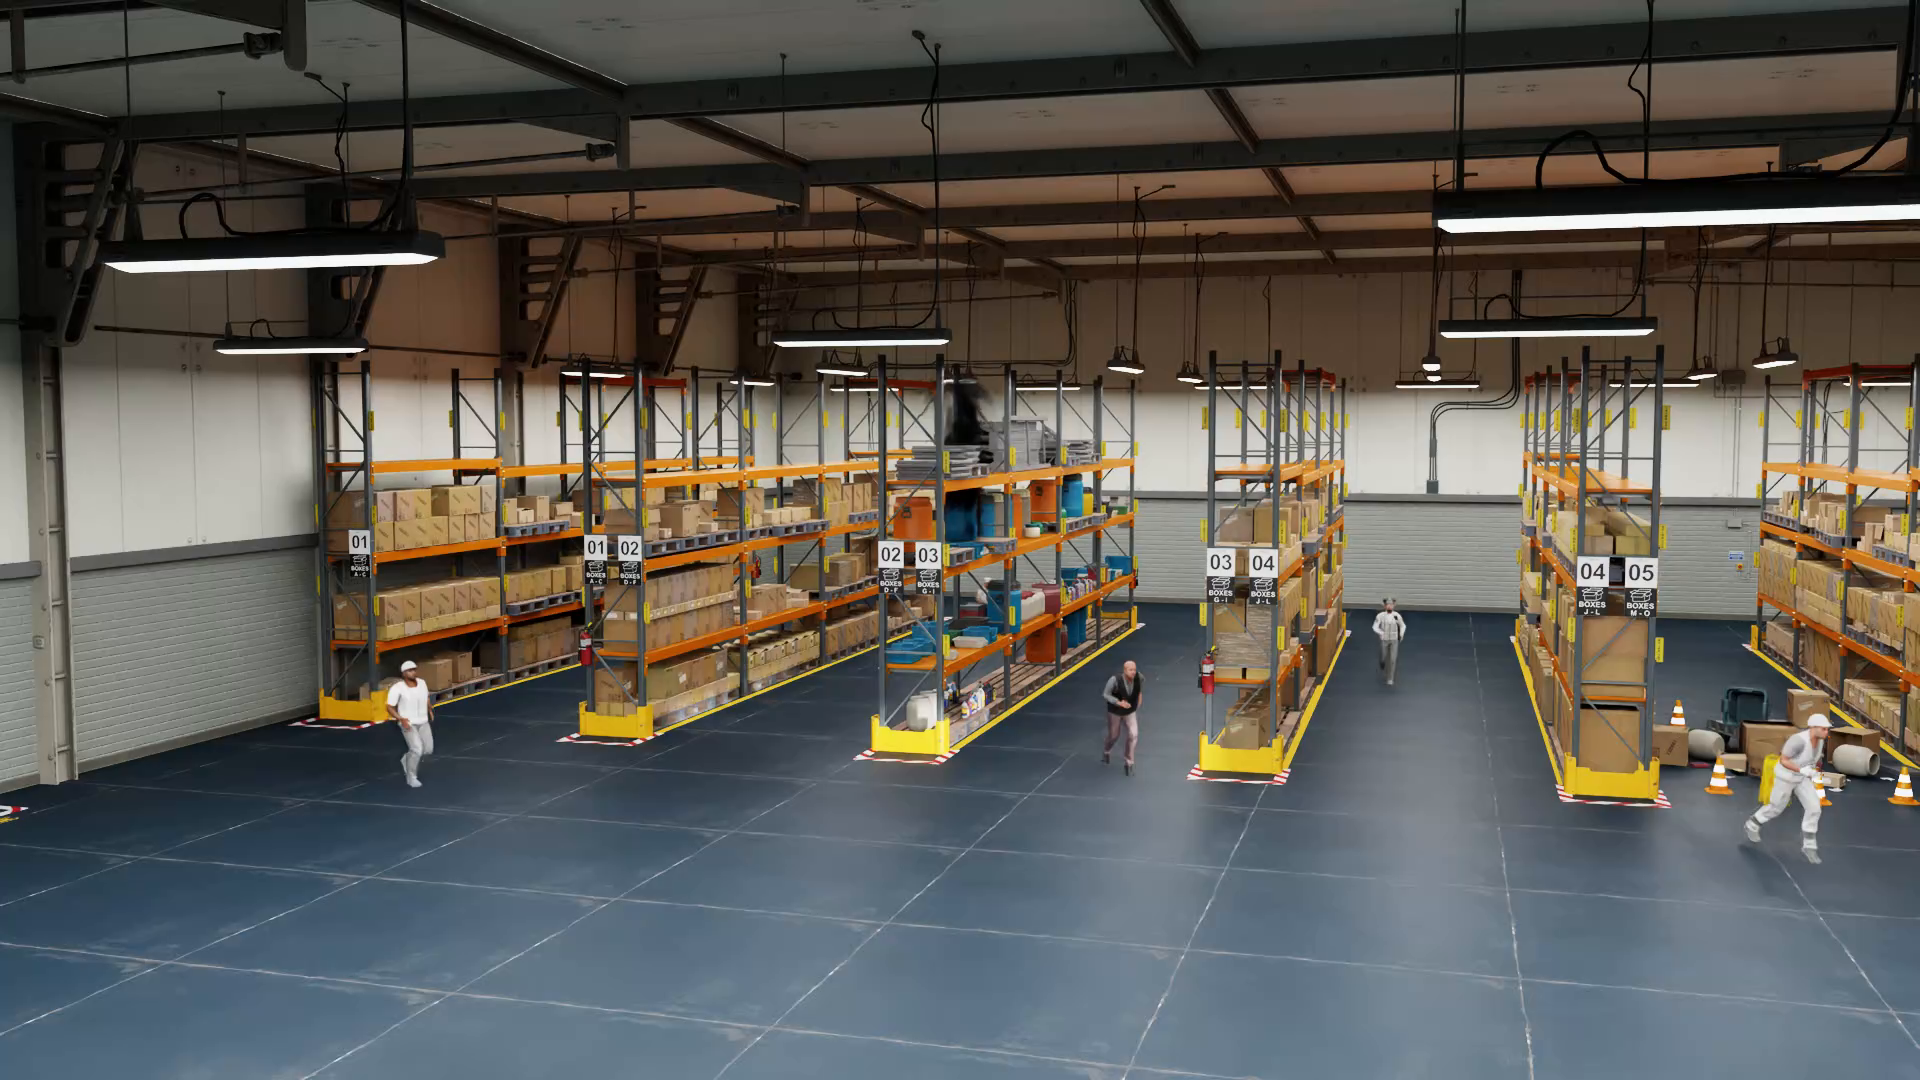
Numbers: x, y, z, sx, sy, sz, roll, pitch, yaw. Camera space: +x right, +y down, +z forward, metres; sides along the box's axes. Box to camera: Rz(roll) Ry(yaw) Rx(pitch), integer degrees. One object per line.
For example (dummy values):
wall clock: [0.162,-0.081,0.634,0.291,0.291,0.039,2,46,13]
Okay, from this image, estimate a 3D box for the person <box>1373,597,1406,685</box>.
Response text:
person: [8.188,1.908,31.700,0.625,1.654,0.724,1,4,11]

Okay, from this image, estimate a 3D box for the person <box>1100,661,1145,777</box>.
person: [2.292,2.514,23.775,0.702,1.683,0.991,-1,4,-19]

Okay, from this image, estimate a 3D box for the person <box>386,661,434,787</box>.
person: [-7.530,2.514,22.846,0.544,1.728,0.698,3,5,36]

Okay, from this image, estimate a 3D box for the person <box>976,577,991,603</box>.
person: [0.653,1.604,36.654,0.593,1.592,0.664,1,4,18]

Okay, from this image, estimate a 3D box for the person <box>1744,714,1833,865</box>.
person: [9.553,2.807,19.177,0.704,1.732,1.055,-2,5,-29]
